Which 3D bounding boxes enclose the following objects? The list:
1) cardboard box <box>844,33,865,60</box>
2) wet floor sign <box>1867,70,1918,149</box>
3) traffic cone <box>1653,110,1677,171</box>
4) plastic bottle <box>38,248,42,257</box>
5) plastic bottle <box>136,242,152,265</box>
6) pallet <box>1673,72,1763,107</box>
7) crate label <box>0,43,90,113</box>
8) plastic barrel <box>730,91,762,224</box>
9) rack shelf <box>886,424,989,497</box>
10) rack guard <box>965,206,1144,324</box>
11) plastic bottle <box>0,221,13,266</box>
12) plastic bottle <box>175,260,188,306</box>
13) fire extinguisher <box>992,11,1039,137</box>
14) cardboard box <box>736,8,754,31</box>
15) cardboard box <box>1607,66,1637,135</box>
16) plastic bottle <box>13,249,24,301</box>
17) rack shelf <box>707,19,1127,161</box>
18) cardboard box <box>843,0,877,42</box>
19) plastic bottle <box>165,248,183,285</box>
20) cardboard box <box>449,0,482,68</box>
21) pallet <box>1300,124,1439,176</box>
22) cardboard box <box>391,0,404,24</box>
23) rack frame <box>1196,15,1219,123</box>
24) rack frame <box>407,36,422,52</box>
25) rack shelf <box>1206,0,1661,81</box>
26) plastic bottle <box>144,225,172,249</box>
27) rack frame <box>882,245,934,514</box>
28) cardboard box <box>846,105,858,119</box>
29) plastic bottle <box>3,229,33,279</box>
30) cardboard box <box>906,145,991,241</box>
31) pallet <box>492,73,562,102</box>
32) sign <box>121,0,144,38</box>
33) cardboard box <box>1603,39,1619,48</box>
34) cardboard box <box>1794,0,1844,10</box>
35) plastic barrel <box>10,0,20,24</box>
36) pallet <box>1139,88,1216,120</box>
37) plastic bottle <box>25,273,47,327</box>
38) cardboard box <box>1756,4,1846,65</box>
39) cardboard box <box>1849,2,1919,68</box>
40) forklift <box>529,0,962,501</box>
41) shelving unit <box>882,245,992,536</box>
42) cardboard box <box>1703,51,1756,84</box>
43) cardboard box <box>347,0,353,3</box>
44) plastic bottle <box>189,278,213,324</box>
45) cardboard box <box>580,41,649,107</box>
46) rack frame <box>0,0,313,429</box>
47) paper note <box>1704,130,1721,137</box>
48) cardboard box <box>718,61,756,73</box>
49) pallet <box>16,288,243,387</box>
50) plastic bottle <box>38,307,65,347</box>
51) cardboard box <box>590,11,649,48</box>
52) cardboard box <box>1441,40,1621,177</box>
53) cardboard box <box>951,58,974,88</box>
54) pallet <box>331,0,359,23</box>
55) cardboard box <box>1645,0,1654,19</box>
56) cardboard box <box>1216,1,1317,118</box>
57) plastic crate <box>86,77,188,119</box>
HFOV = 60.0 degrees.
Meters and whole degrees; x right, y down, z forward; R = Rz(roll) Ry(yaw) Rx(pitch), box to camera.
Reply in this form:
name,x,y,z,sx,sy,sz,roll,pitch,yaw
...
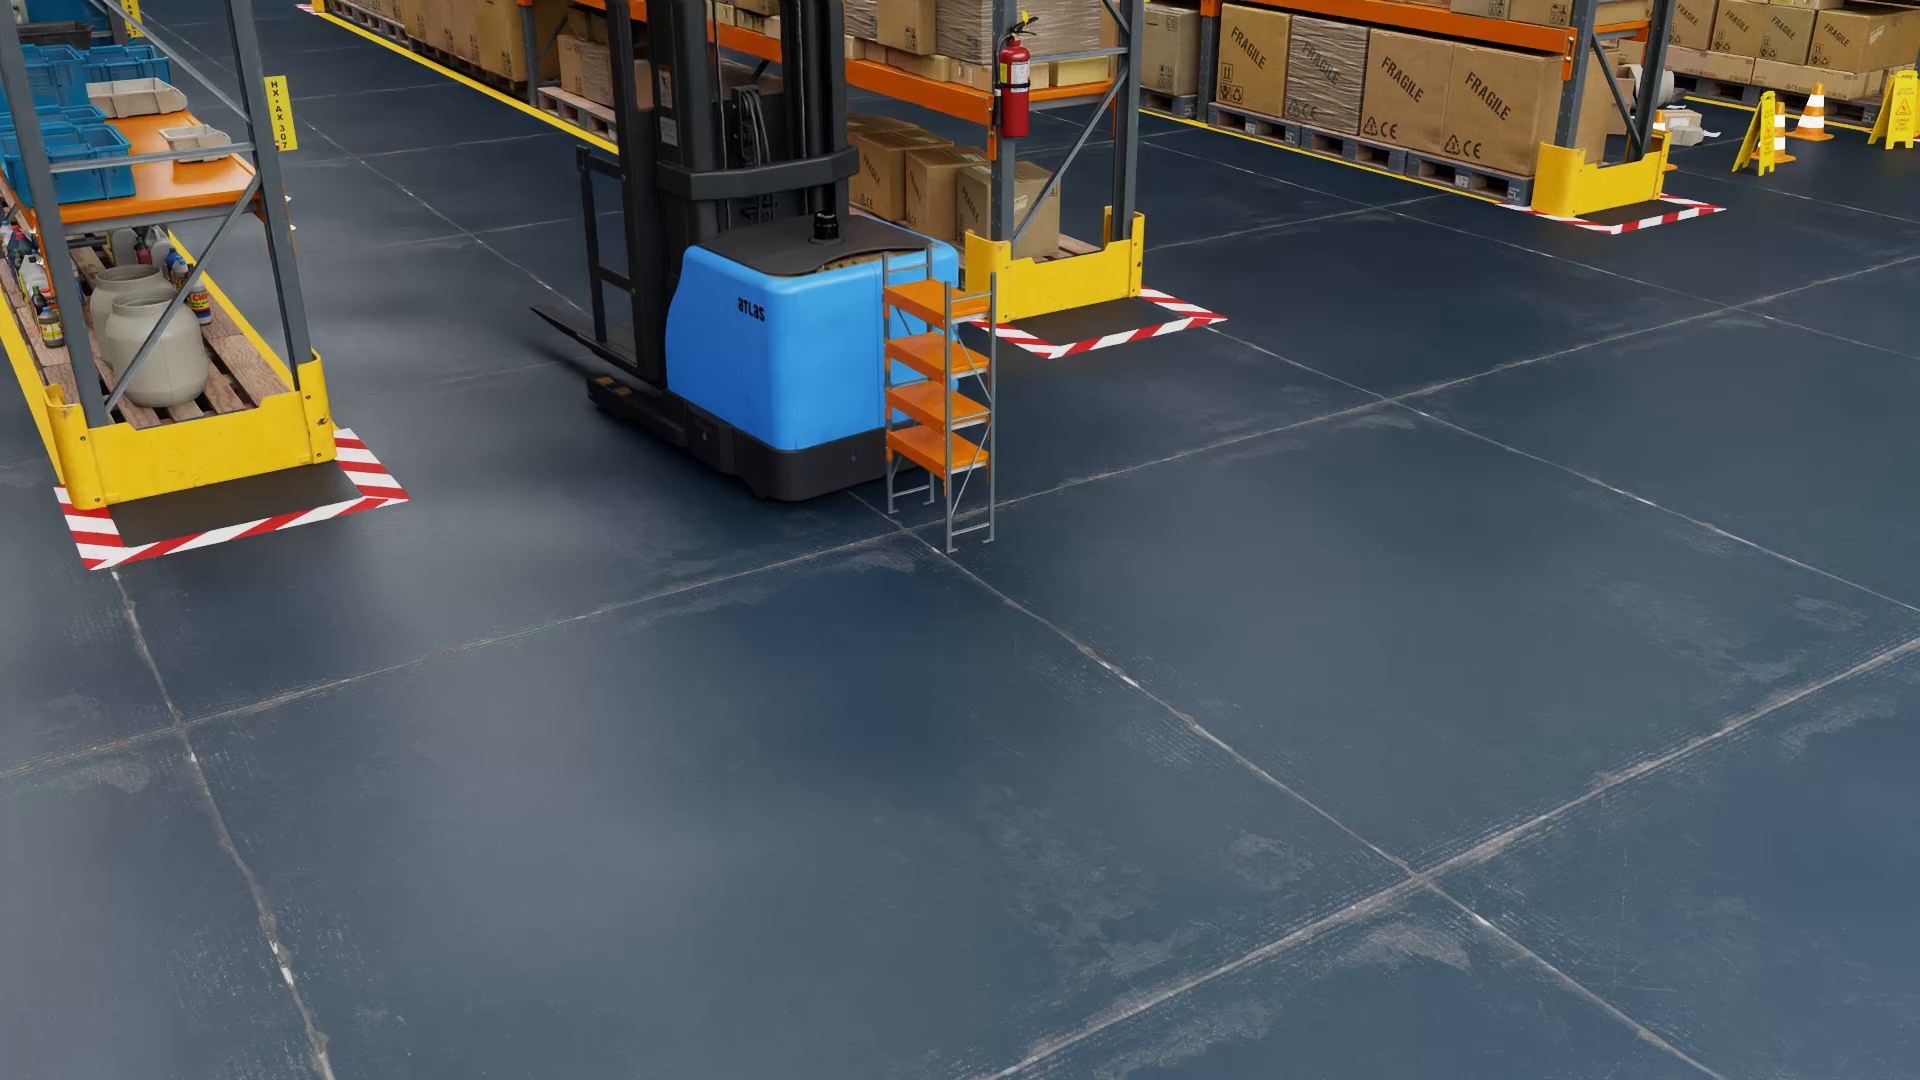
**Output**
name,x,y,z,sx,sy,sz,roll,pitch,yaw
cardboard box,-0.603,-3.269,10.955,0.380,0.149,0.250,-16,29,-30
wet floor sign,8.142,-3.744,14.425,0.267,0.644,0.232,-6,26,-12
traffic cone,5.743,-3.310,13.719,0.336,0.463,0.334,-16,29,-30
plastic bottle,-5.428,-1.649,9.910,0.097,0.271,0.097,0,25,0
plastic bottle,-4.831,-1.632,9.860,0.061,0.283,0.133,-16,29,-30
pallet,7.818,-4.627,16.804,1.003,0.211,1.213,-16,29,-30
crate label,-4.749,-2.273,8.511,0.502,0.435,0.616,-16,29,-30
plastic barrel,-4.878,-2.892,11.157,2.779,1.474,10.255,-16,29,-30
rack shelf,-0.090,-0.361,7.233,0.258,0.148,0.480,-16,29,-30
rack guard,0.591,-1.713,10.294,1.175,0.500,0.348,-16,29,-30
plastic bottle,-5.895,-1.842,10.319,0.097,0.271,0.097,0,25,0
plastic bottle,-4.434,-1.471,9.533,0.097,0.271,0.097,0,25,0
fire extinguisher,0.308,-2.633,9.405,0.296,0.674,0.183,-16,29,-30
cardboard box,-1.401,-3.811,12.104,0.380,0.149,0.250,-16,29,-30
cardboard box,5.855,-4.035,15.209,0.637,0.503,0.797,7,26,15
plastic bottle,-5.450,-1.542,9.669,0.061,0.283,0.133,-14,29,-27
rack shelf,-0.460,-3.206,11.371,1.077,0.370,4.000,-16,29,-30
cardboard box,-0.255,-3.539,10.768,0.875,0.500,0.500,-16,29,-30
plastic bottle,-4.599,-1.579,9.762,0.097,0.271,0.097,0,25,0
cardboard box,-4.575,-5.479,17.340,1.225,0.875,0.875,-15,29,-29
pallet,3.679,-3.379,14.160,1.003,0.211,1.213,-16,29,-30
cardboard box,-6.212,-6.592,19.698,0.875,0.875,0.875,-16,29,-30
rack frame,2.659,-5.367,15.105,1.000,3.000,0.127,-16,29,-30
rack frame,-5.919,-7.109,18.794,1.000,3.000,0.127,-16,29,-30
rack shelf,3.751,-4.326,13.743,1.077,0.370,4.000,-16,29,-30
plastic bottle,-4.827,-1.747,10.024,0.144,0.351,0.185,-16,29,-30
rack frame,-0.224,-0.689,7.304,0.240,1.200,0.015,-16,29,-30
cardboard box,-1.048,-2.951,12.424,0.500,0.500,0.500,-6,26,-13
plastic bottle,-5.695,-1.735,10.086,0.152,0.276,0.135,-14,29,-28
cardboard box,-0.050,-2.309,11.064,0.500,0.500,0.500,-8,26,-16
pallet,-4.102,-4.716,16.994,1.003,0.211,1.213,-16,29,-30
sign,-5.234,-3.342,10.492,0.100,0.325,0.005,-16,29,-30
cardboard box,6.847,-5.229,17.542,0.500,0.250,0.500,-17,30,-32
cardboard box,8.023,-5.046,15.517,0.380,0.149,0.250,-15,29,-28
plastic barrel,-6.440,-3.810,11.648,0.433,0.535,0.433,0,25,0
pallet,2.175,-4.364,16.248,1.003,0.211,1.213,-16,29,-30
plastic bottle,-5.078,-1.330,9.230,0.152,0.276,0.135,-16,30,-31
cardboard box,7.992,-4.823,15.804,0.500,0.500,0.500,-14,29,-28
cardboard box,8.713,-4.773,15.697,0.500,0.500,0.500,-17,30,-31
forklift,4.631,-5.016,14.442,18.991,2.935,6.636,-18,31,-34
shelving unit,-0.092,-0.603,7.121,0.258,1.200,0.499,-16,29,-30
cardboard box,7.702,-4.672,16.362,0.500,0.250,0.500,-17,30,-31
cardboard box,-7.686,-7.558,21.744,0.875,0.875,0.875,-16,29,-30
plastic bottle,-4.246,-1.348,9.273,0.097,0.271,0.097,0,25,0
cardboard box,-3.039,-4.316,15.292,0.700,0.500,0.500,-18,31,-34
rack frame,-3.518,-1.662,7.257,1.000,3.000,0.127,-16,29,-30
paper note,6.751,-3.658,14.962,0.142,0.019,0.148,18,31,33
cardboard box,-2.113,-3.715,14.019,0.700,0.500,0.500,-16,29,-30
pallet,-4.700,-1.145,9.429,1.003,0.211,1.213,-16,29,-30
plastic bottle,-4.888,-1.150,8.936,0.097,0.201,0.097,0,25,0
cardboard box,-3.046,-4.666,15.154,0.500,0.250,0.500,-12,28,-24
cardboard box,4.417,-3.392,12.919,0.875,0.875,0.875,-15,29,-29
cardboard box,0.168,-2.846,10.060,0.380,0.149,0.250,-16,29,-30
pallet,-7.600,-7.010,21.853,1.003,0.211,1.213,-16,29,-30
cardboard box,7.150,-5.380,16.982,0.500,0.500,0.500,-14,29,-28
cardboard box,2.944,-4.355,14.958,0.875,0.875,0.875,-15,29,-29
plastic crate,-4.603,-2.452,9.239,0.530,0.136,0.437,-16,29,-30
